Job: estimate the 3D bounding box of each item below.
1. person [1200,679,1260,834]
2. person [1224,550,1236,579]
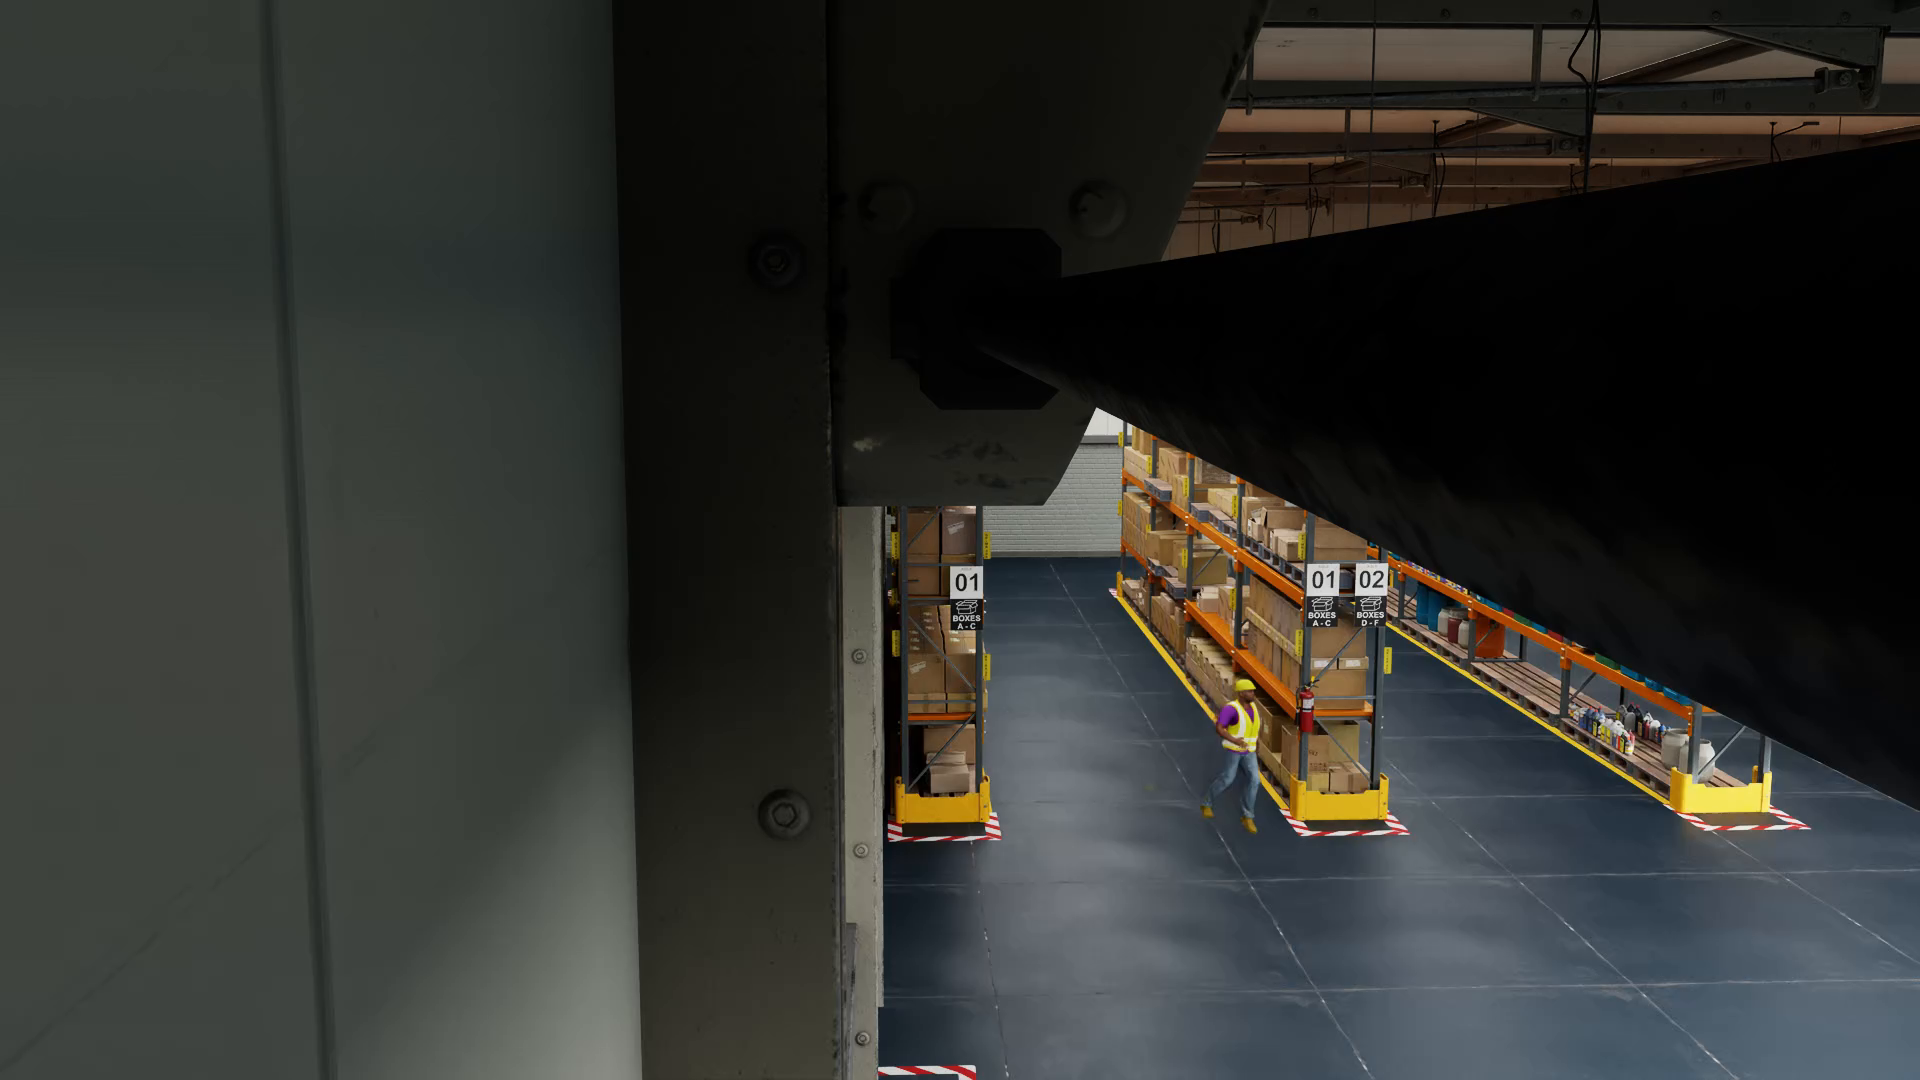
[{"bbox_3d":[3.400,2.568,20.090,0.758,1.787,0.819,-5,10,-33],"label":"person"},{"bbox_3d":[5.817,0.355,36.326,0.685,1.731,0.976,-4,9,-25],"label":"person"}]
